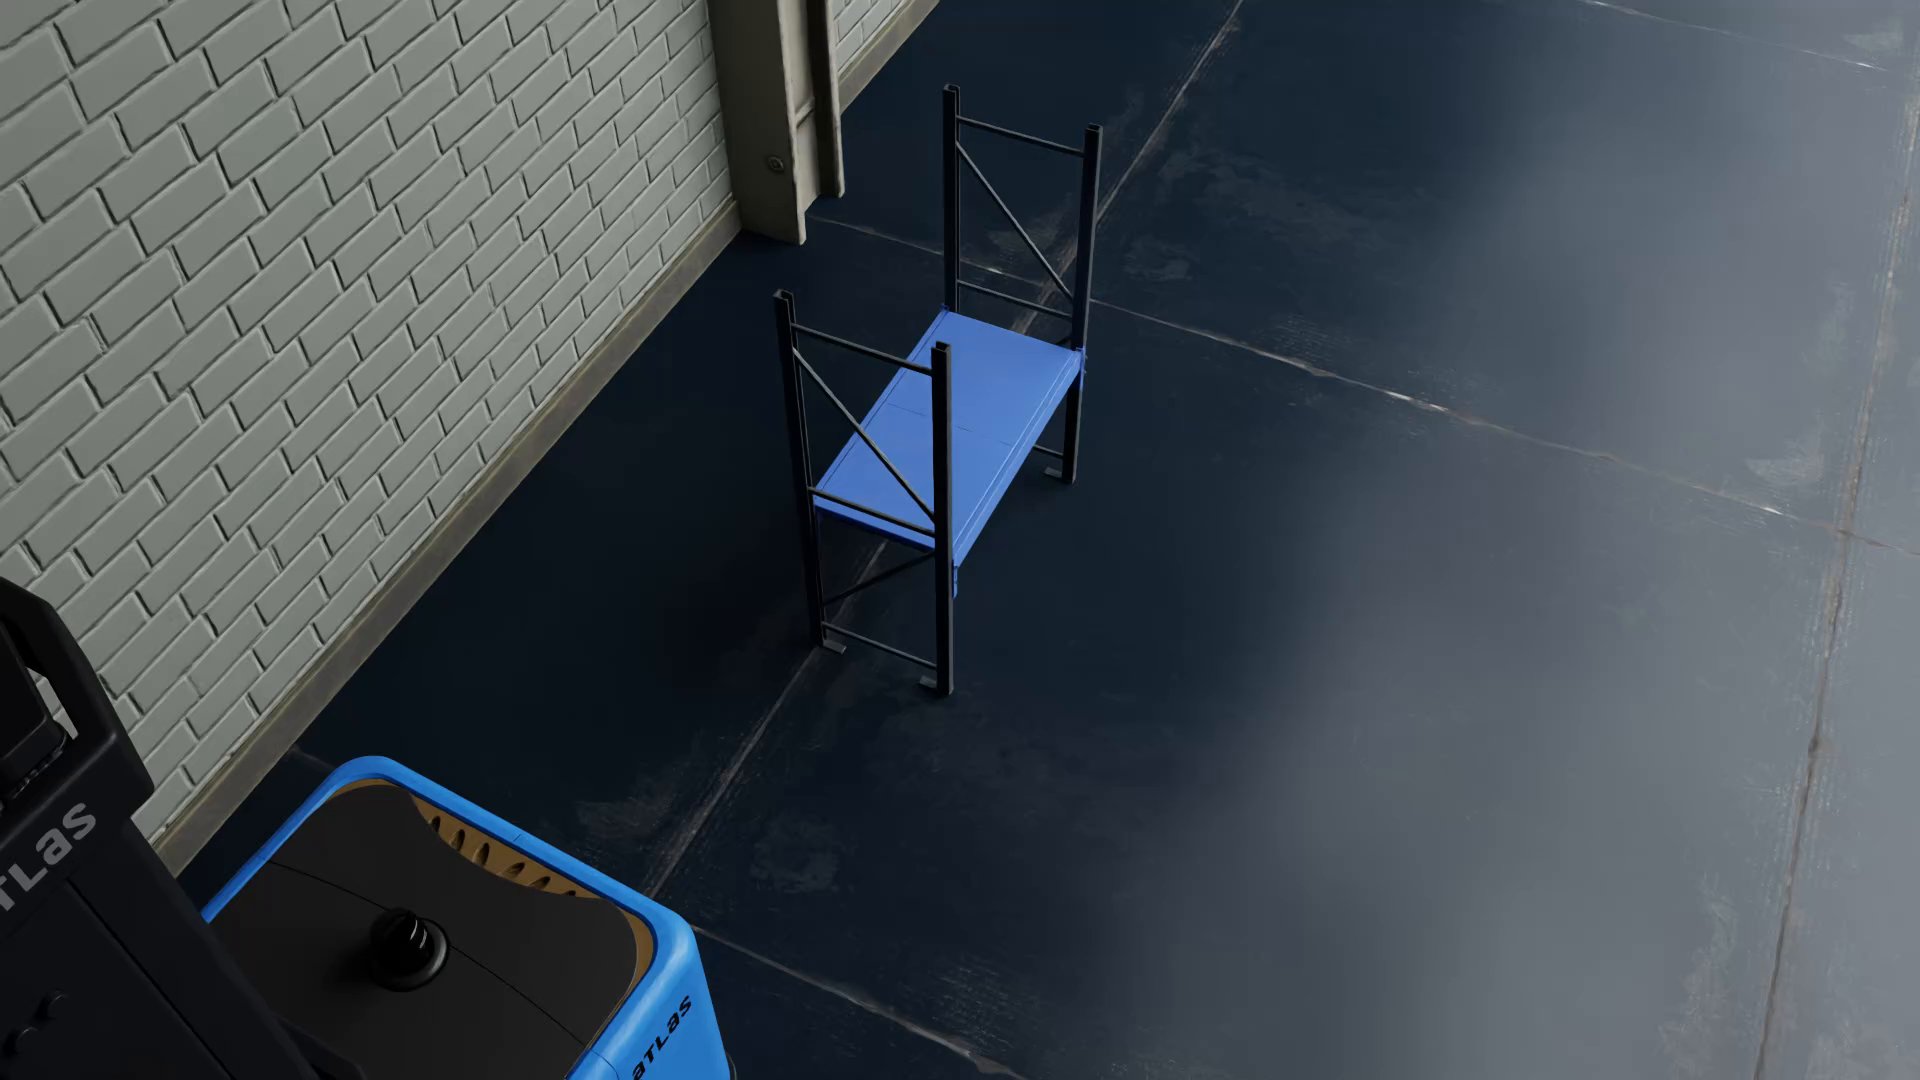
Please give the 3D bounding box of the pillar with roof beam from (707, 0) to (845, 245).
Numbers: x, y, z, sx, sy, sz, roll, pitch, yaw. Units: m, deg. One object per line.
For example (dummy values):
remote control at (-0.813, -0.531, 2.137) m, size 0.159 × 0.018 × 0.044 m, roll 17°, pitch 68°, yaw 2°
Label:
pillar with roof beam at (3.188, -2.900, 2.309) m, size 9.100 × 9.000 × 0.400 m, roll 20°, pitch 52°, yaw 16°

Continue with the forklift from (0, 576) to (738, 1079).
forklift at (-1.721, 1.393, 2.640) m, size 1.130 × 2.935 × 3.031 m, roll 23°, pitch 53°, yaw 18°

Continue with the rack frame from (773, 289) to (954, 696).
rack frame at (-0.254, -0.077, 4.831) m, size 0.500 × 1.500 × 0.032 m, roll 20°, pitch 52°, yaw 16°

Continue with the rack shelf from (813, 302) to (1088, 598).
rack shelf at (-0.036, -0.311, 5.266) m, size 0.538 × 0.185 × 1.000 m, roll 20°, pitch 52°, yaw 16°

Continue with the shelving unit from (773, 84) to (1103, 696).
shelving unit at (-0.036, -0.427, 5.129) m, size 0.538 × 1.500 × 1.048 m, roll 20°, pitch 52°, yaw 16°

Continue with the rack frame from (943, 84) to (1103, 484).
rack frame at (0.181, -0.777, 5.427) m, size 0.500 × 1.500 × 0.032 m, roll 20°, pitch 52°, yaw 16°
